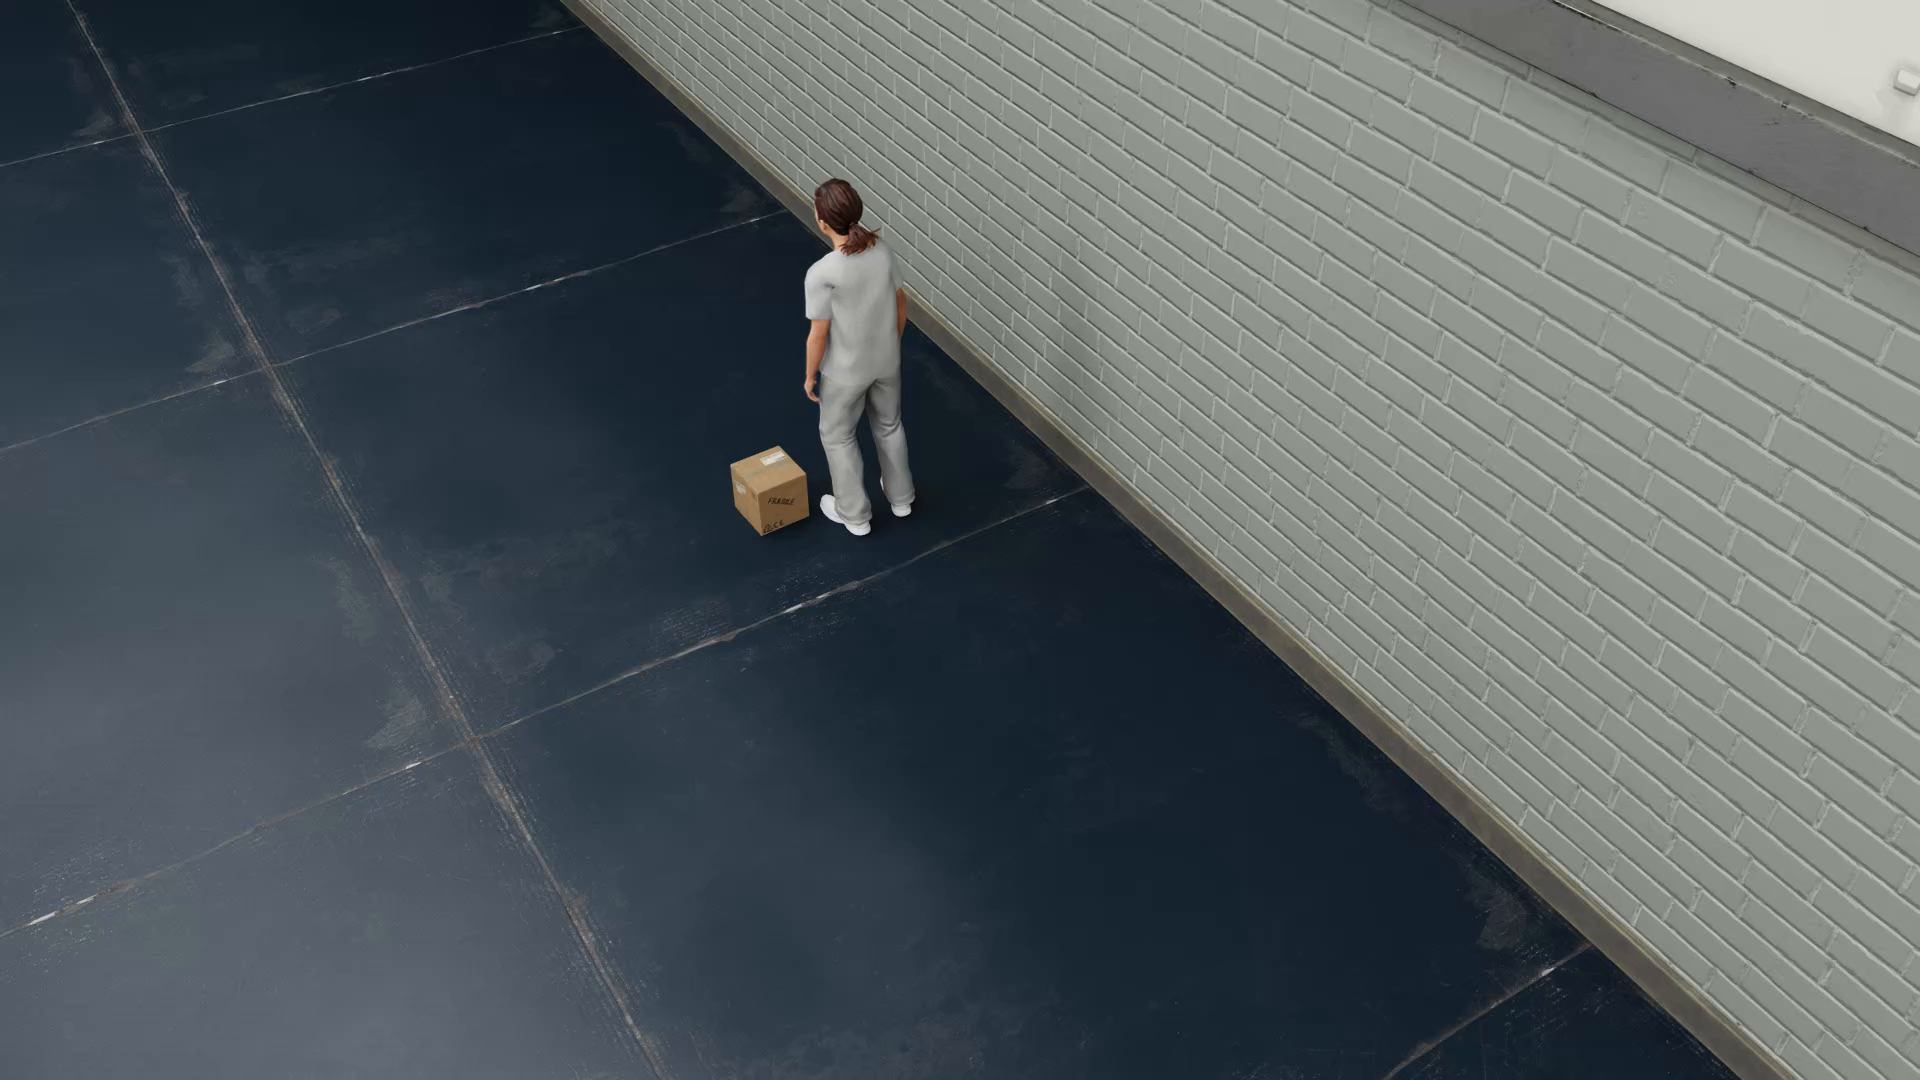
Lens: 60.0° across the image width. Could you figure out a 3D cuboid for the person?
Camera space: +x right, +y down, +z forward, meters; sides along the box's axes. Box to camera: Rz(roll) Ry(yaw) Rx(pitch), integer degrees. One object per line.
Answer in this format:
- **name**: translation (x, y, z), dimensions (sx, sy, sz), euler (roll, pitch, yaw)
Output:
- **person**: translation (-0.430, -0.749, 7.023), dimensions (0.515, 1.672, 0.353), euler (-25, 47, -26)
